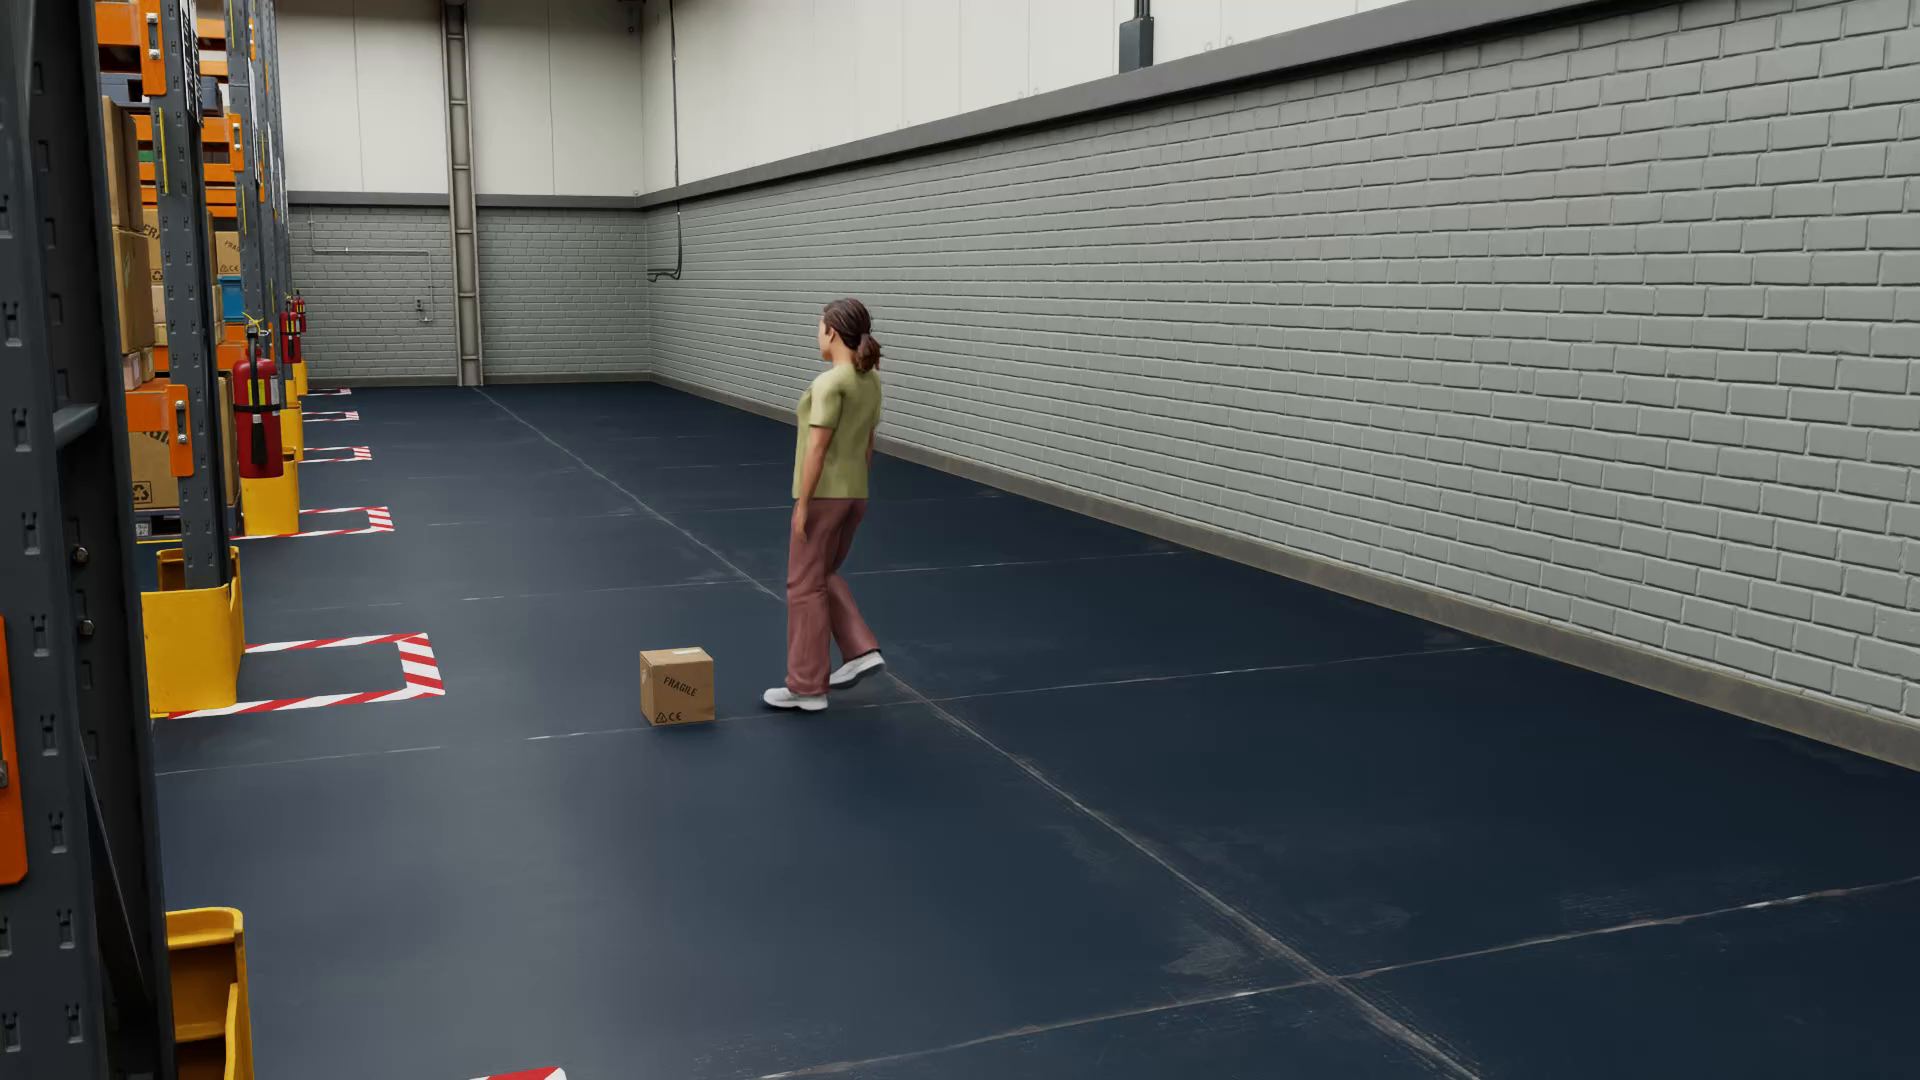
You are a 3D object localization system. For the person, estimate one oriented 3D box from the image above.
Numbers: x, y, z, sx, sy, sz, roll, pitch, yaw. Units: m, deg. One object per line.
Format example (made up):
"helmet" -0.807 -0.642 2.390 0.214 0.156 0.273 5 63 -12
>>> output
"person" -0.550 -0.142 6.758 0.504 1.668 0.469 5 10 27
